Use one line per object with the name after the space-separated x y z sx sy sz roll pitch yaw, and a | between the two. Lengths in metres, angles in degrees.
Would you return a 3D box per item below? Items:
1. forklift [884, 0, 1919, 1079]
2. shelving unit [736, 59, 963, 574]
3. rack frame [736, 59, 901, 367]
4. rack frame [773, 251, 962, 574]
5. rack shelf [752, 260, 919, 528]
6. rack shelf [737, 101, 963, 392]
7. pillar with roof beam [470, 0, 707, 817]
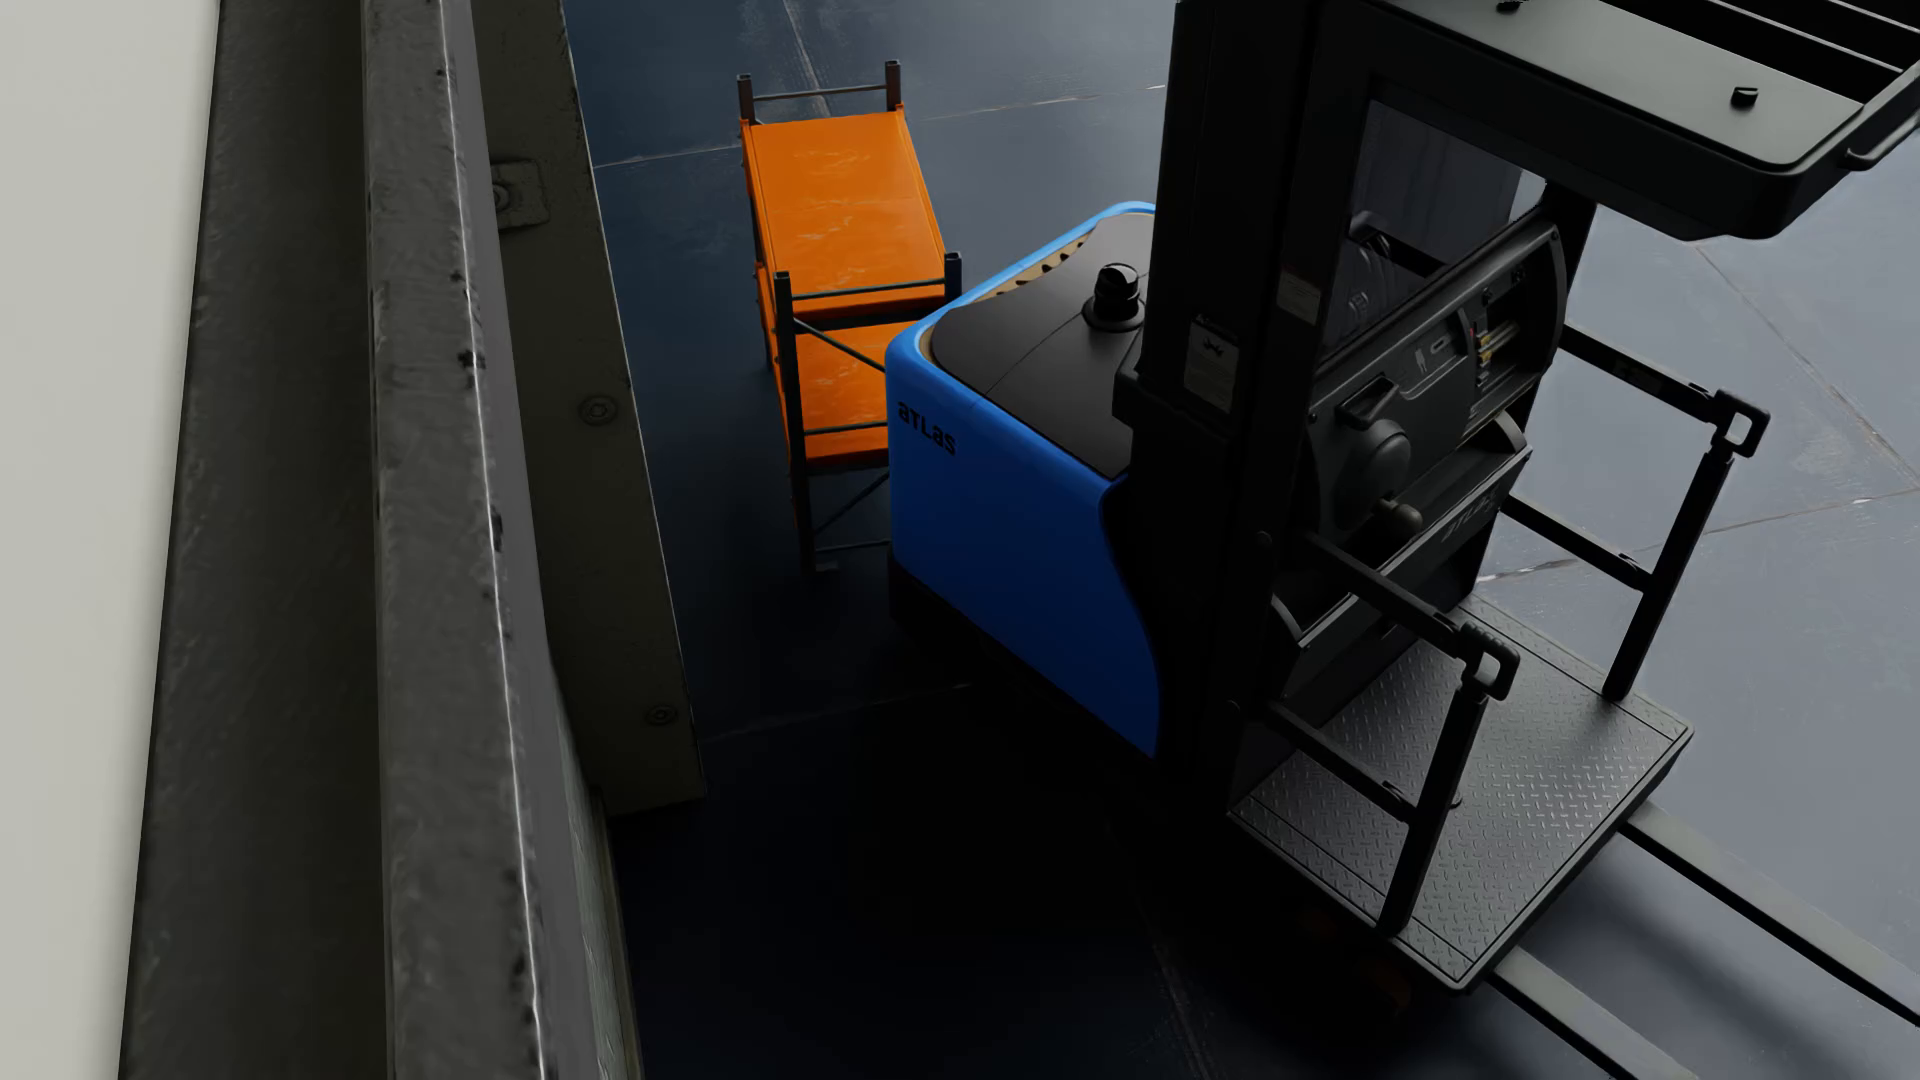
1.178 -0.266 3.459 1.130 2.935 3.031 -35 55 -29 | forklift
-0.338 -0.688 5.136 0.538 1.125 1.048 -8 46 -7 | shelving unit
-0.432 -1.045 5.486 0.500 1.125 0.032 -8 46 -7 | rack frame
-0.243 -0.331 4.787 0.500 1.125 0.032 -8 46 -7 | rack frame
-0.338 -0.517 5.311 0.538 0.278 1.000 -8 46 -7 | rack shelf
-0.338 -0.893 4.927 0.538 0.278 1.000 -8 46 -7 | rack shelf
3.269 -3.344 2.226 9.100 9.000 0.400 -11 47 -10 | pillar with roof beam
